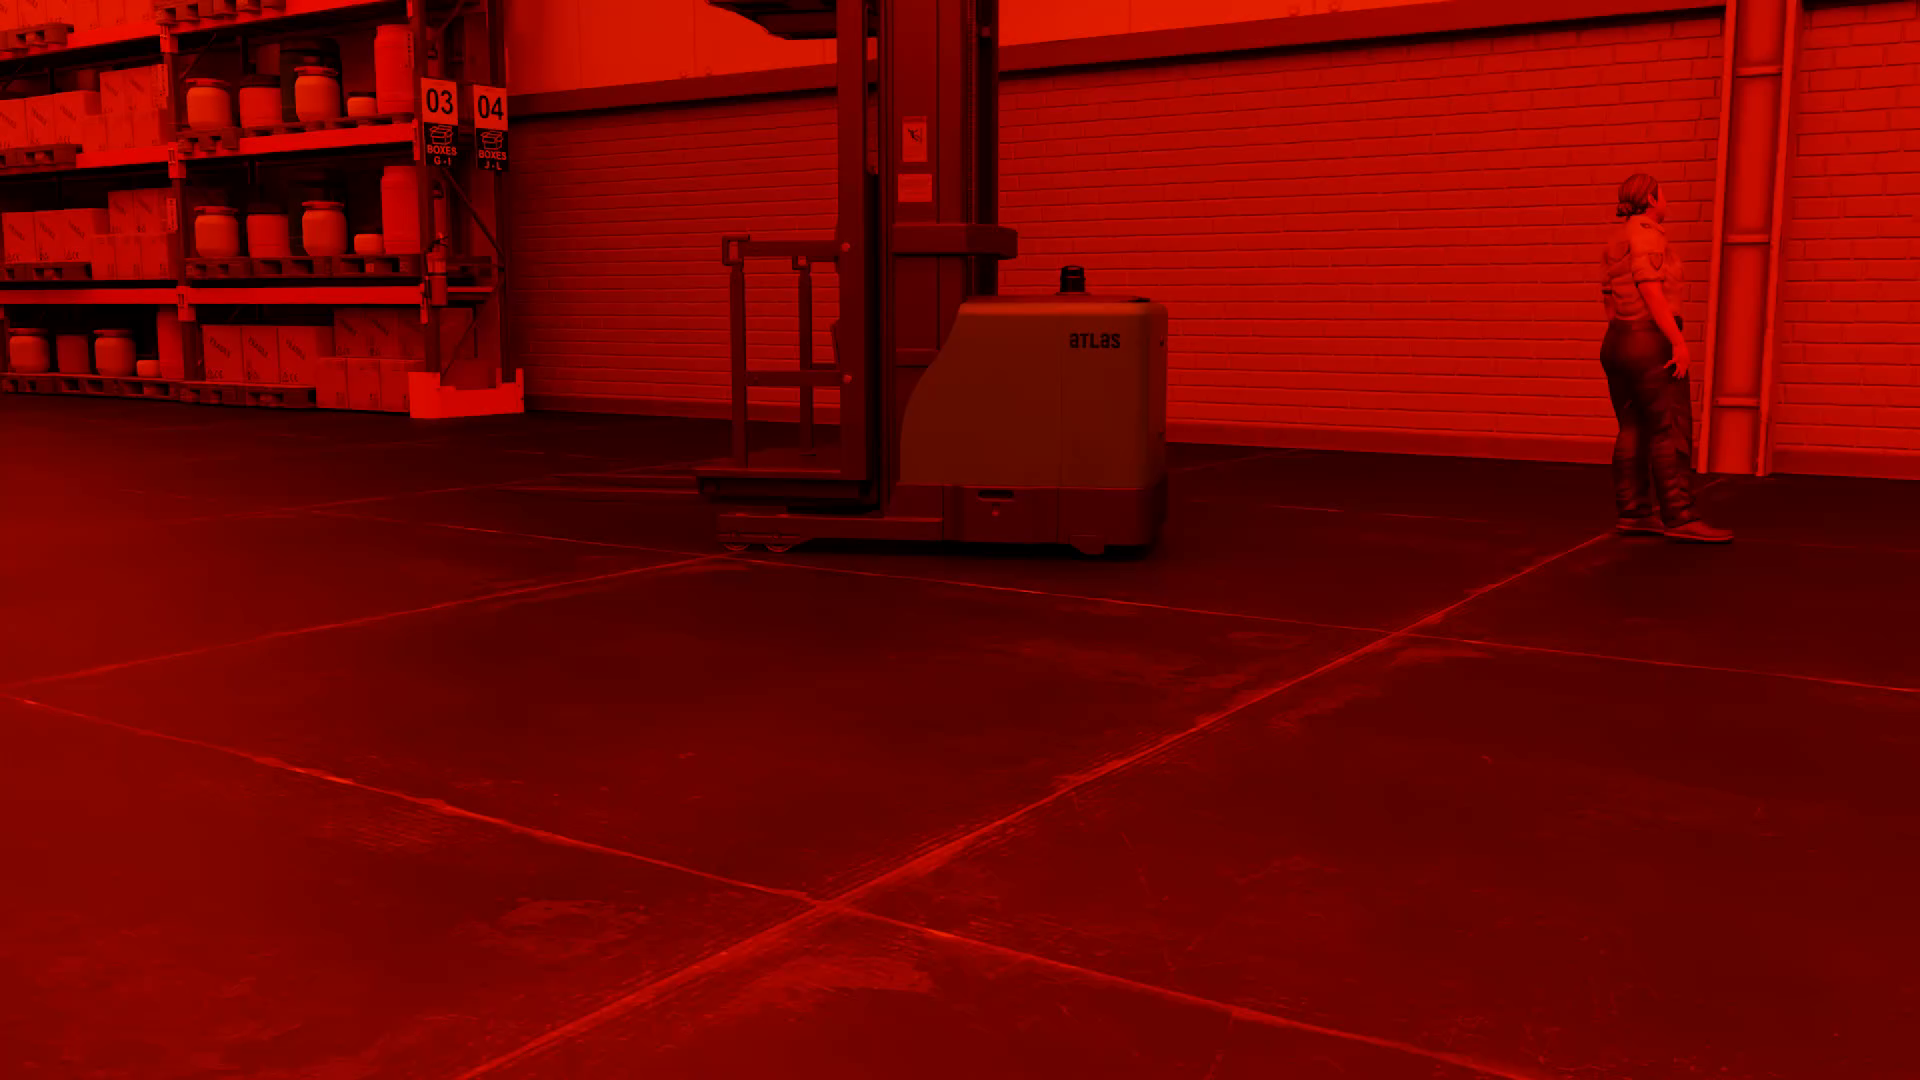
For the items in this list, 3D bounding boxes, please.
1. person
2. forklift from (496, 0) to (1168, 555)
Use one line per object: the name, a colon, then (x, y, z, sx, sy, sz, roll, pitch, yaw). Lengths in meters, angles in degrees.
person: (3.234, -0.842, 7.626, 0.502, 1.651, 0.598, 0, 8, -1)
forklift: (-0.596, -1.469, 7.520, 3.031, 2.935, 1.130, 2, 8, 12)
